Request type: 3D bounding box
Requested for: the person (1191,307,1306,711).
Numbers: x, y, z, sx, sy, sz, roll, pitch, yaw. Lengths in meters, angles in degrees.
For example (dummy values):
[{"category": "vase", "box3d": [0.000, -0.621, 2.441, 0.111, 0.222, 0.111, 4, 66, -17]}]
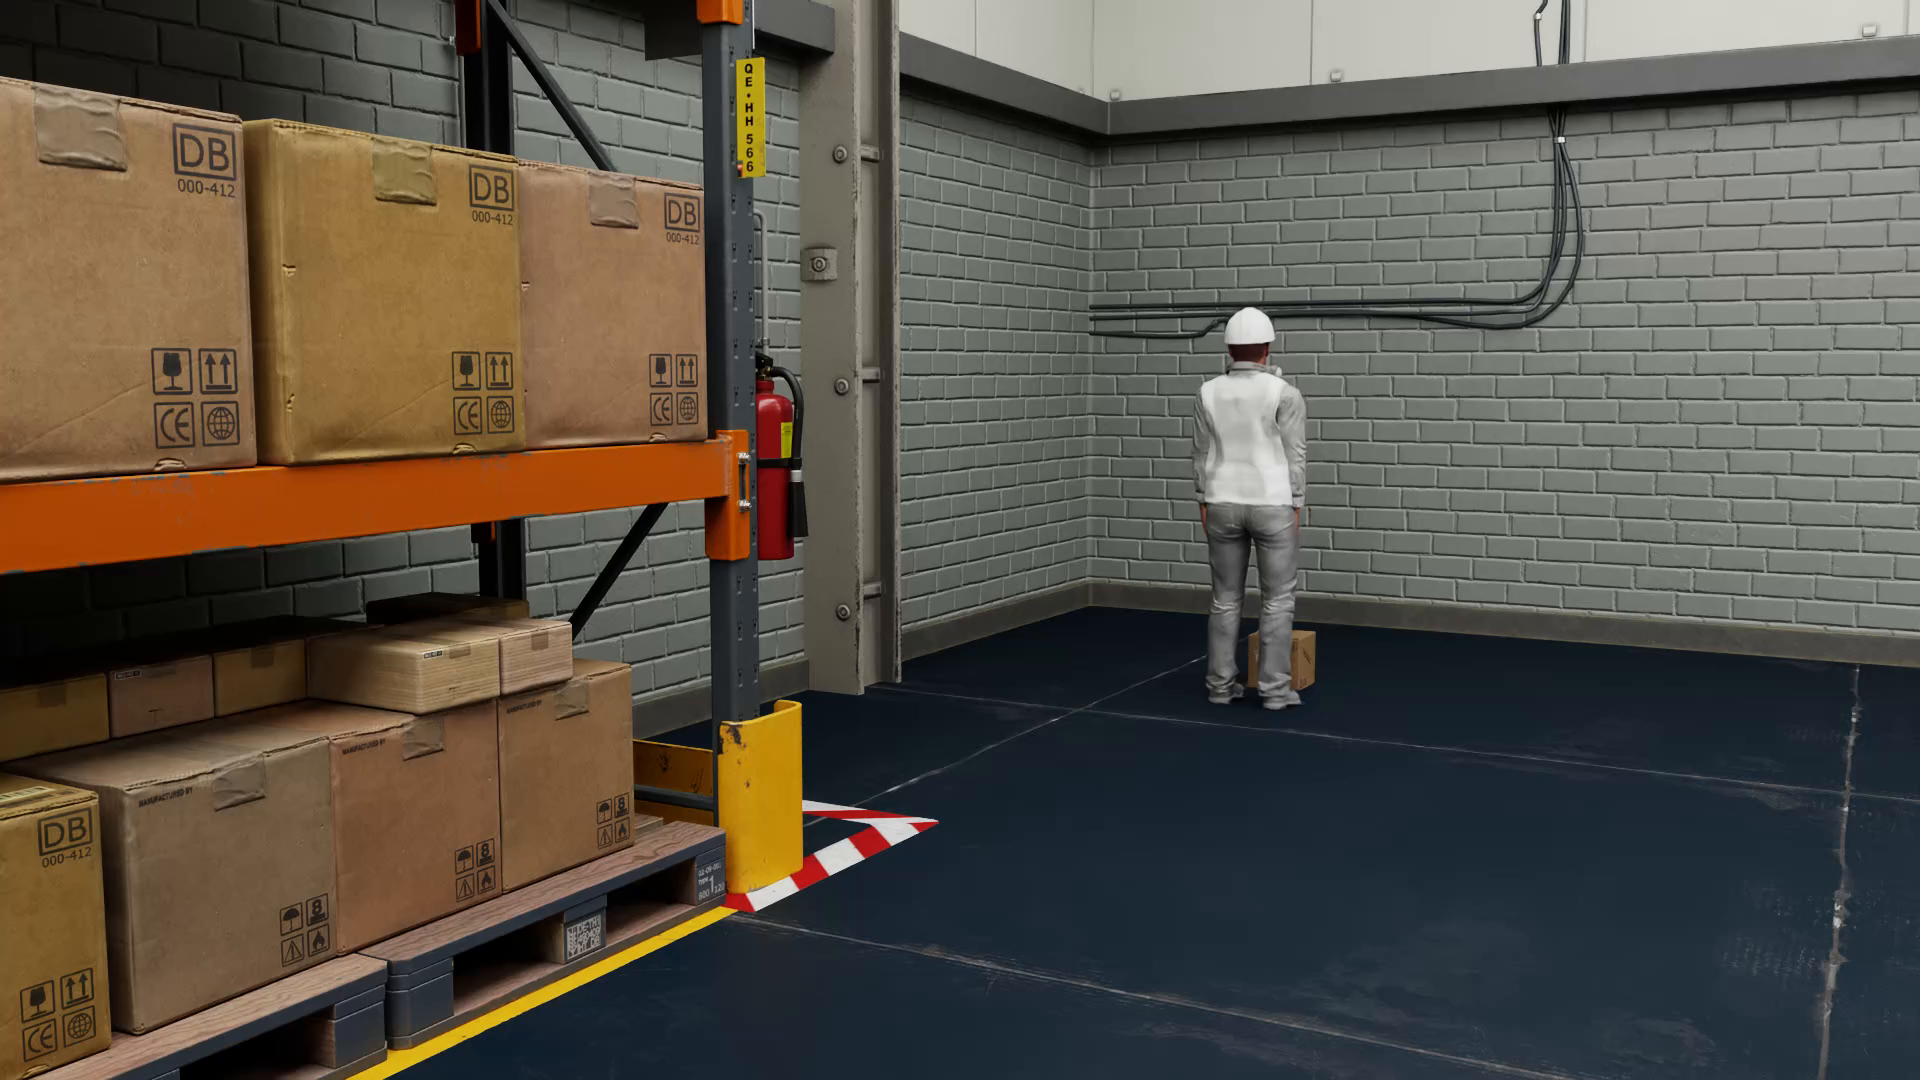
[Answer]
[{"category": "person", "box3d": [1.291, -0.144, 7.424, 0.531, 1.770, 0.359, 3, 7, 30]}]
